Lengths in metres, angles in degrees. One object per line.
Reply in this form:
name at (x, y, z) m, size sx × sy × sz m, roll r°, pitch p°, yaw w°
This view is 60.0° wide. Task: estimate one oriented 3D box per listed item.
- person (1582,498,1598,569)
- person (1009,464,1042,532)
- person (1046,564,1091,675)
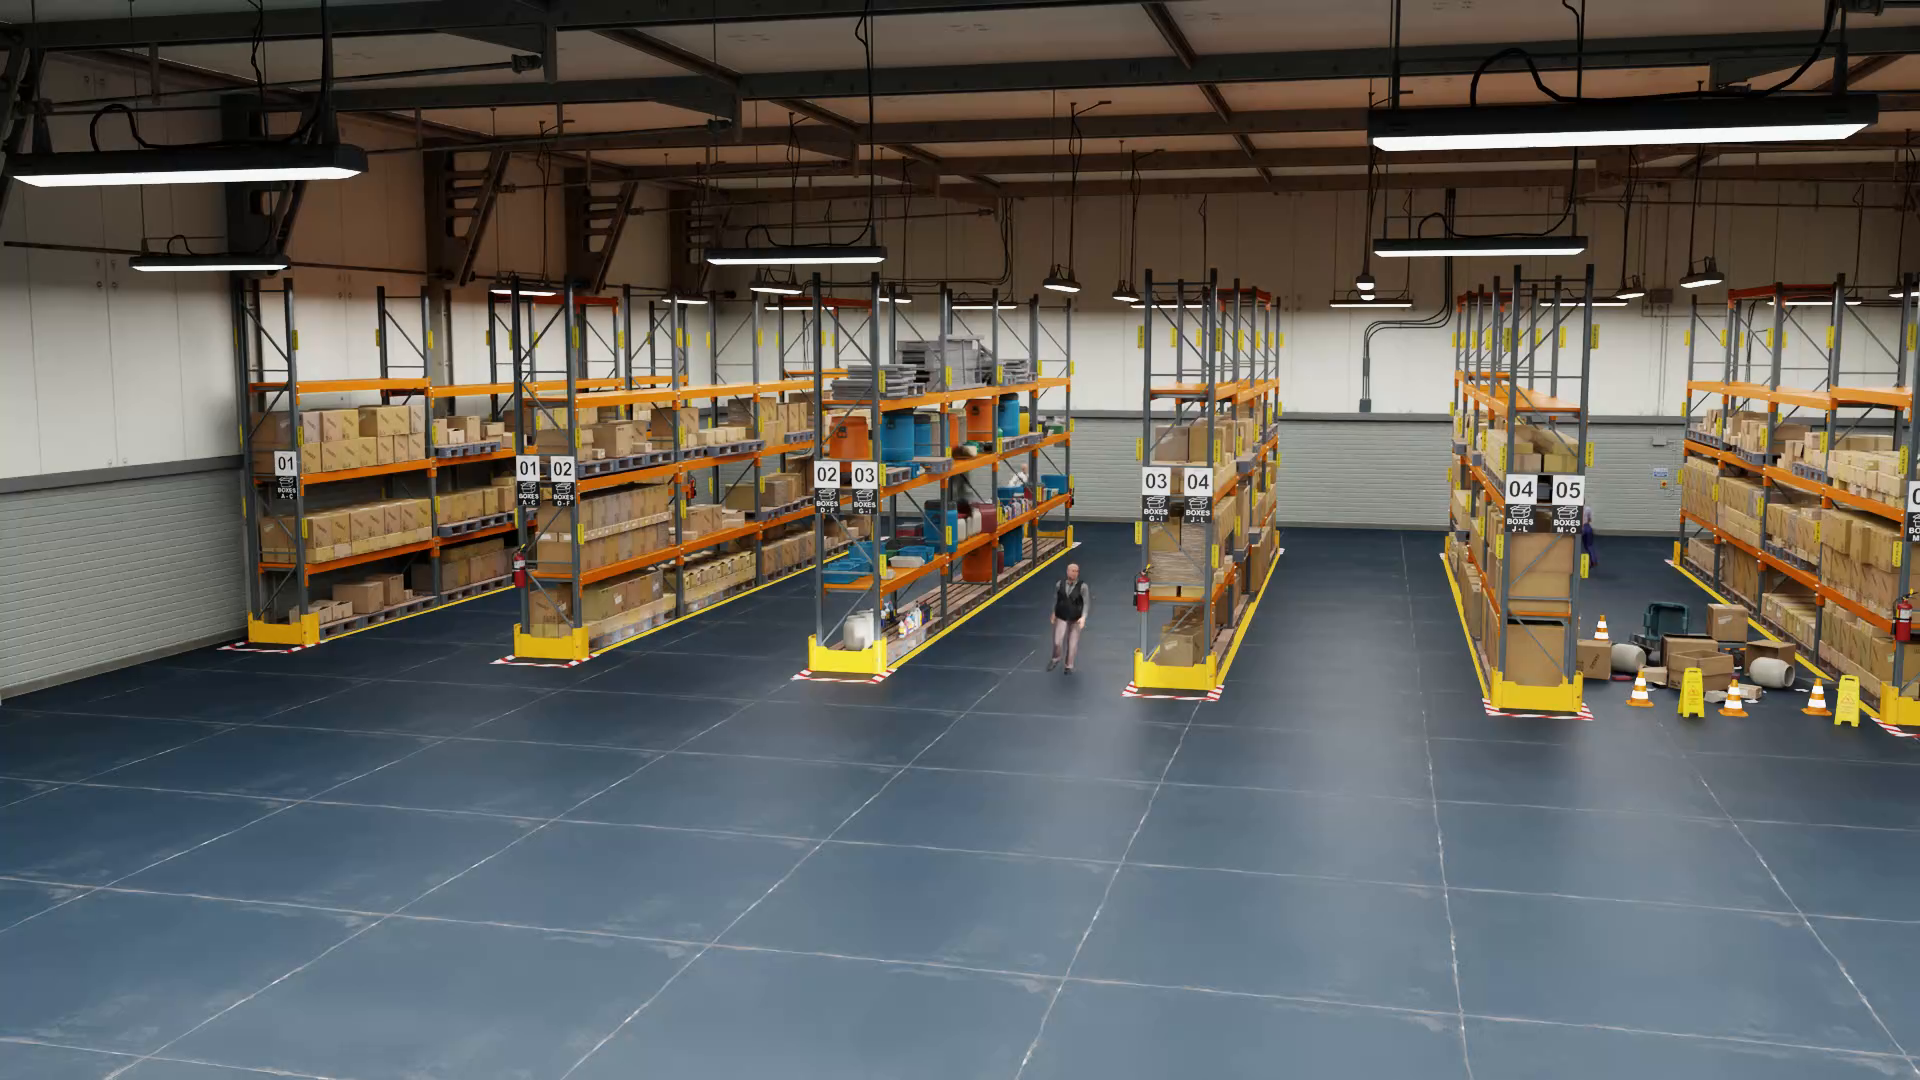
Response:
person at (13.594, -0.136, 36.290) m, size 0.604 × 1.630 × 0.940 m, roll -2°, pitch 7°, yaw -14°
person at (1.623, -1.097, 43.226) m, size 1.066 × 1.768 × 0.673 m, roll 3°, pitch 7°, yaw 20°
person at (1.607, 1.188, 24.700) m, size 0.671 × 1.684 × 0.596 m, roll 1°, pitch 7°, yaw 10°
